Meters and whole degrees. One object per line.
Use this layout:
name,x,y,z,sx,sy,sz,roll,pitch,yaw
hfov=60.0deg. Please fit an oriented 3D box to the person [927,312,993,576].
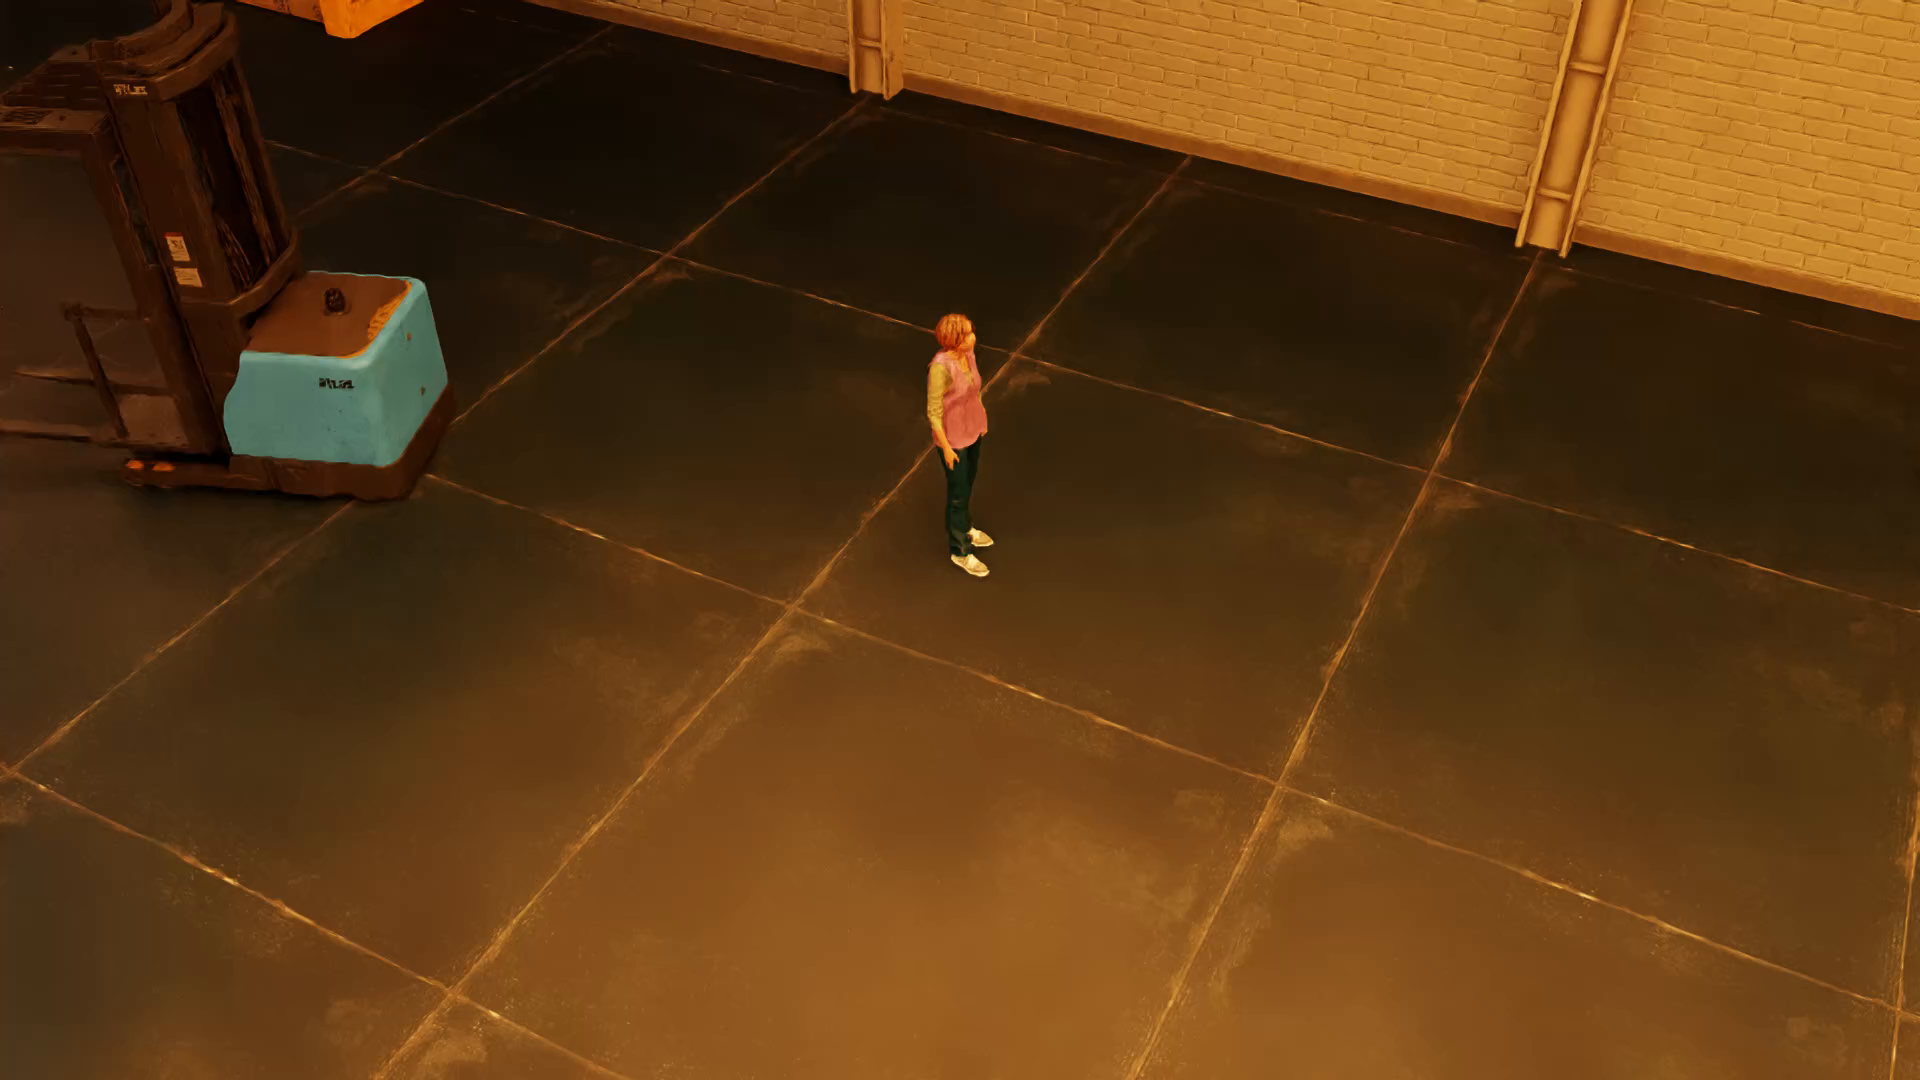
person,0.059,-0.578,9.714,0.474,1.576,0.520,18,43,21

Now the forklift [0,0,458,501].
forklift,-4.937,-1.785,10.106,3.031,2.935,1.130,5,40,6
